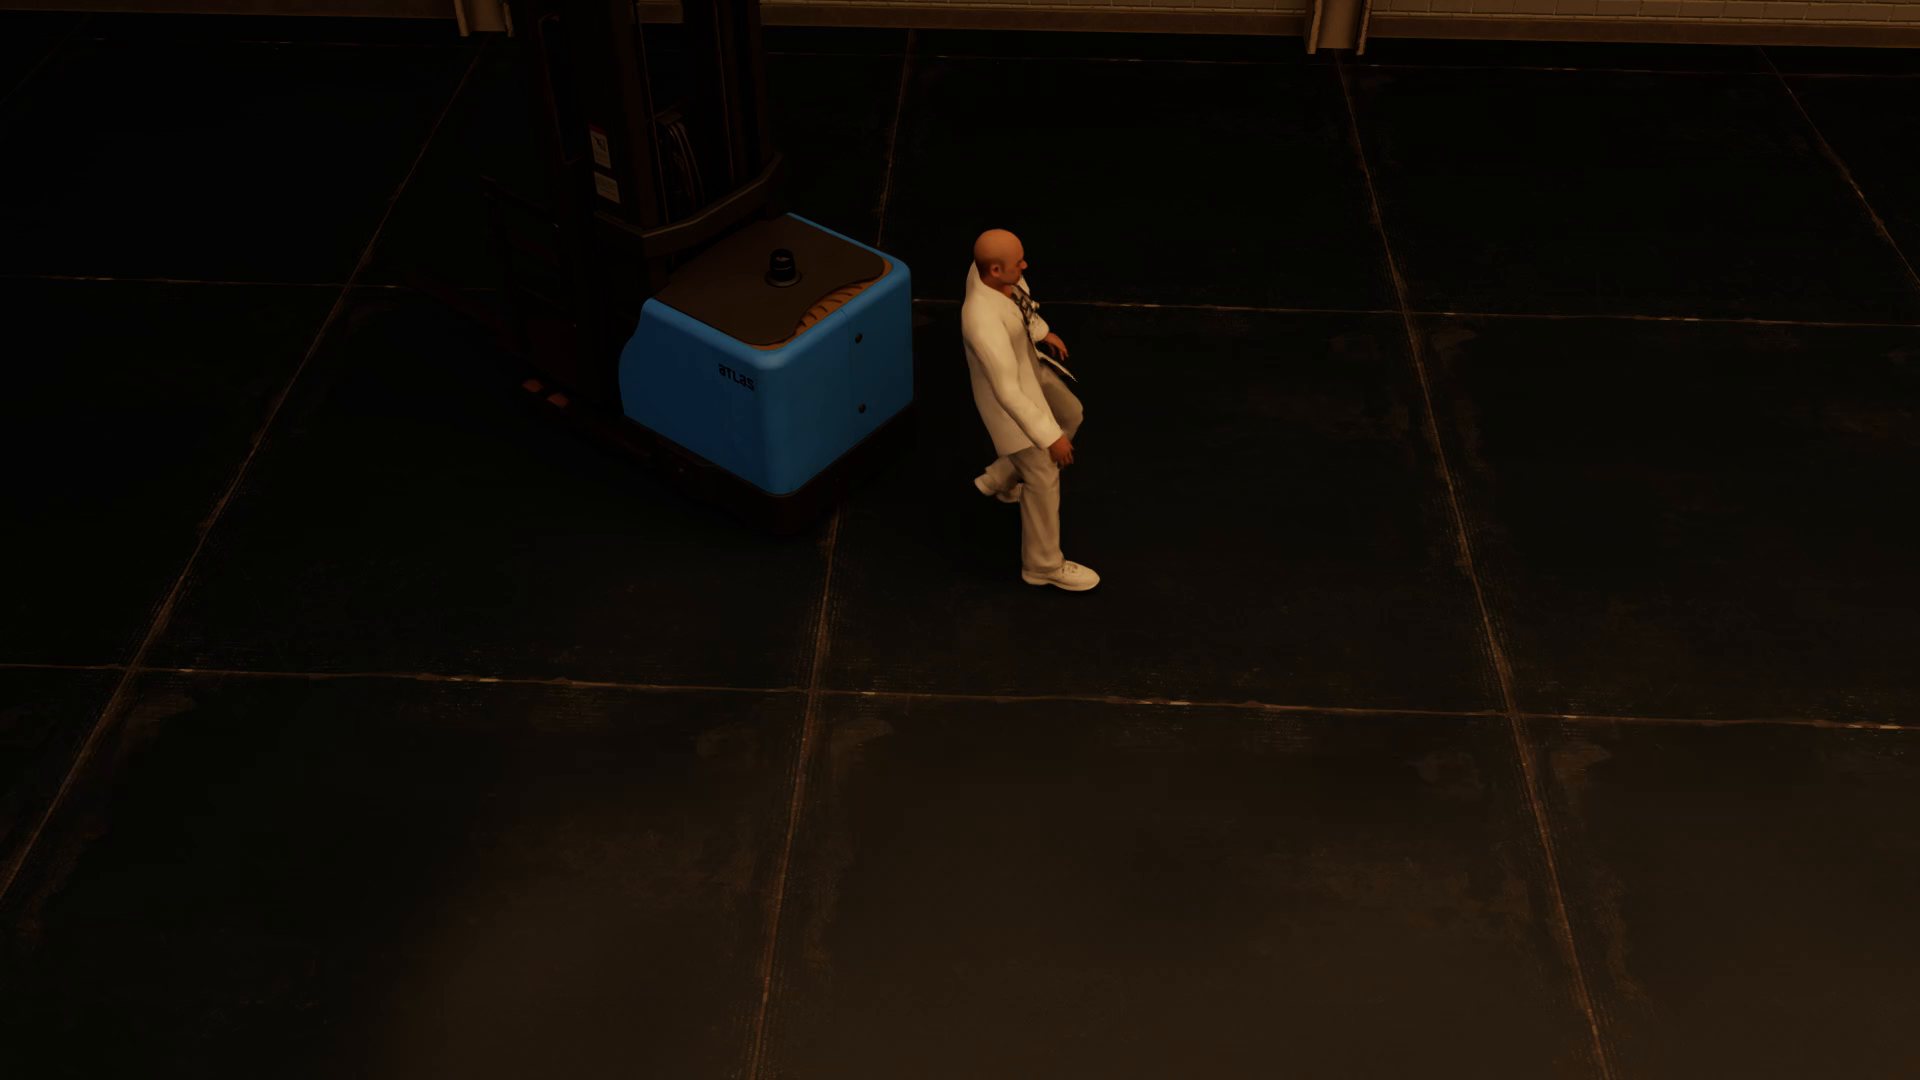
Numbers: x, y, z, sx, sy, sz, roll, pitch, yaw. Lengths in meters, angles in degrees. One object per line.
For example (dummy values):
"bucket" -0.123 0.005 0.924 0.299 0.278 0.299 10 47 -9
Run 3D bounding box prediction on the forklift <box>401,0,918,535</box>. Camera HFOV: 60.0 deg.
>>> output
"forklift" -1.689 -1.926 7.852 3.031 2.935 1.130 28 49 27

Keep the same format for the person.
"person" 0.354 -0.646 7.393 0.708 1.661 0.790 7 43 8
